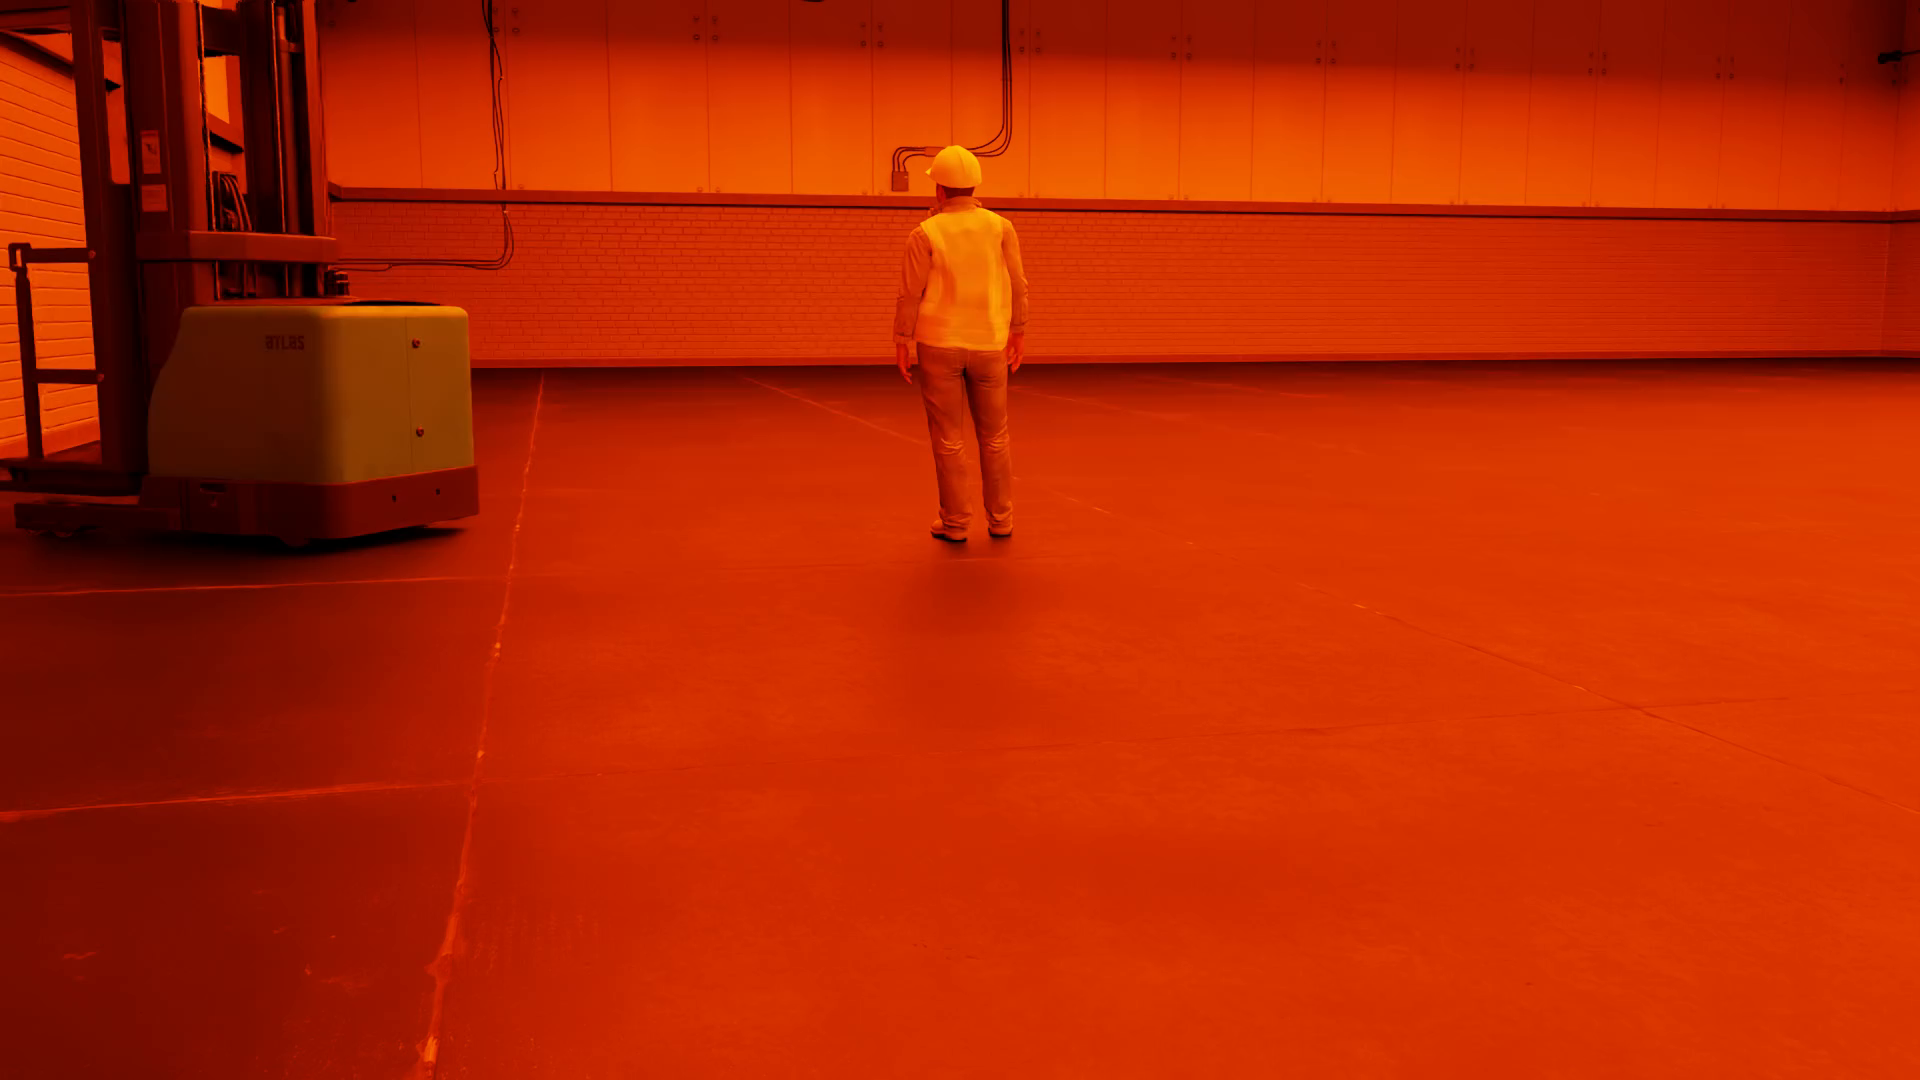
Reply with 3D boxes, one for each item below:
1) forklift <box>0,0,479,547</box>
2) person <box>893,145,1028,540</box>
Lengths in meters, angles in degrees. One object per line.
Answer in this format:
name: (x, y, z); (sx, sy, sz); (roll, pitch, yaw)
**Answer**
forklift: (-3.912, -1.523, 8.017); (3.031, 2.935, 1.130); (3, 9, 21)
person: (-0.006, -0.895, 7.645); (0.632, 1.773, 0.568); (-2, 8, -13)
